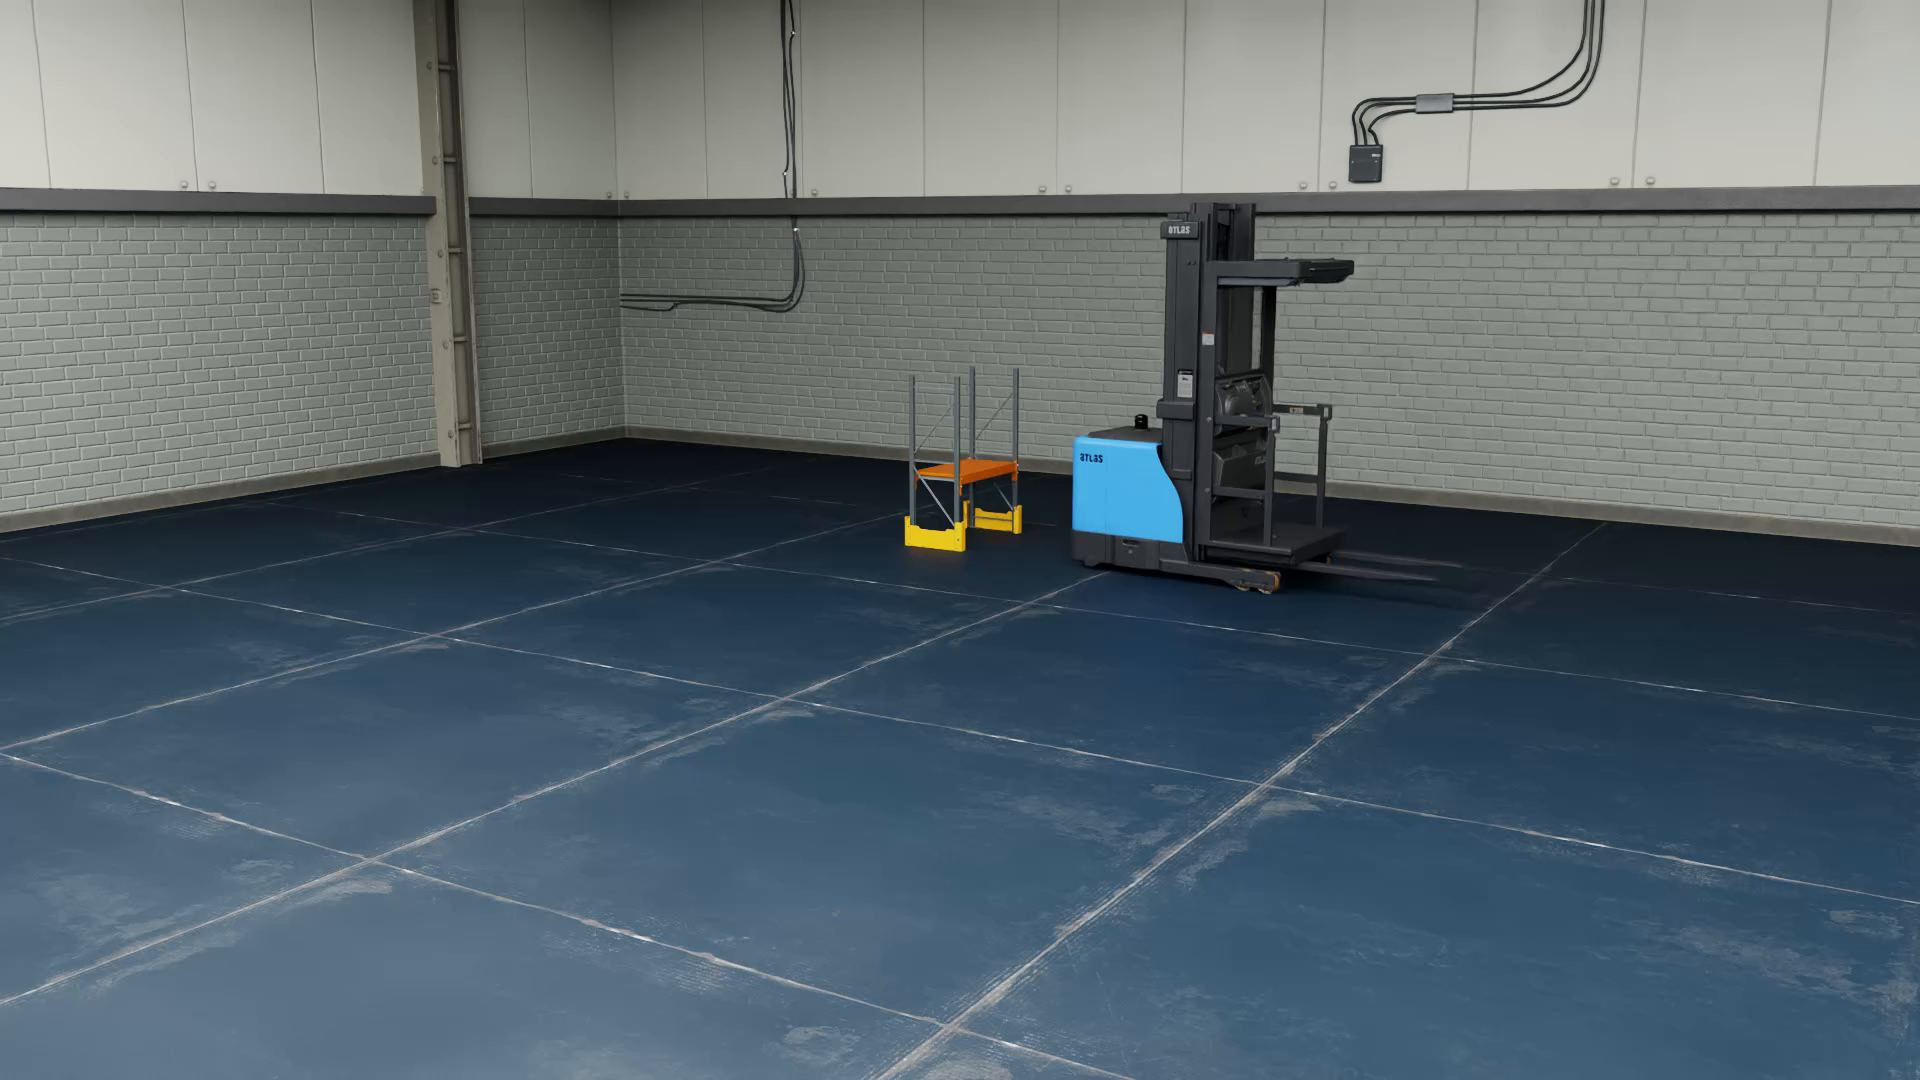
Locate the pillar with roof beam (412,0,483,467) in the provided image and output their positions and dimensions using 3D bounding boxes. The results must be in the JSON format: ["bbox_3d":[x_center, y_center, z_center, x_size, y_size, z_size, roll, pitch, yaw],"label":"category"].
[{"bbox_3d":[-2.216,-4.906,16.622,9.100,9.000,0.400,6,12,31],"label":"pillar with roof beam"}]

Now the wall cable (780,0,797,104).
[{"bbox_3d":[-0.923,-6.352,19.059,3.097,2.526,0.112,6,12,31],"label":"wall cable"}]

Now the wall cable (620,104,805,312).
[{"bbox_3d":[-3.235,-4.128,20.905,3.097,2.526,0.112,6,12,31],"label":"wall cable"}]

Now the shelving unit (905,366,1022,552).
[{"bbox_3d":[0.040,-0.749,14.795,0.587,1.500,1.083,6,12,31],"label":"shelving unit"}]

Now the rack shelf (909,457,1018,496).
[{"bbox_3d":[0.044,-0.574,14.835,0.538,0.185,1.000,6,12,31],"label":"rack shelf"}]

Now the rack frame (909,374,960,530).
[{"bbox_3d":[-0.220,-0.671,14.375,0.500,1.500,0.032,6,12,31],"label":"rack frame"}]

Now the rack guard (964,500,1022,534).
[{"bbox_3d":[0.298,-0.213,15.328,0.587,0.250,0.087,6,12,31],"label":"rack guard"}]

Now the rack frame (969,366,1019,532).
[{"bbox_3d":[0.308,-0.831,15.229,0.500,1.500,0.032,6,12,31],"label":"rack frame"}]

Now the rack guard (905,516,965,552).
[{"bbox_3d":[-0.219,-0.057,14.491,0.587,0.250,0.087,6,12,31],"label":"rack guard"}]

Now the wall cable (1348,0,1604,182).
[{"bbox_3d":[4.870,-6.417,15.448,2.305,6.003,0.169,6,12,31],"label":"wall cable"}]

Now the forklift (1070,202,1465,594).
[{"bbox_3d":[2.407,-1.141,13.000,3.031,2.935,1.130,7,13,34],"label":"forklift"}]
